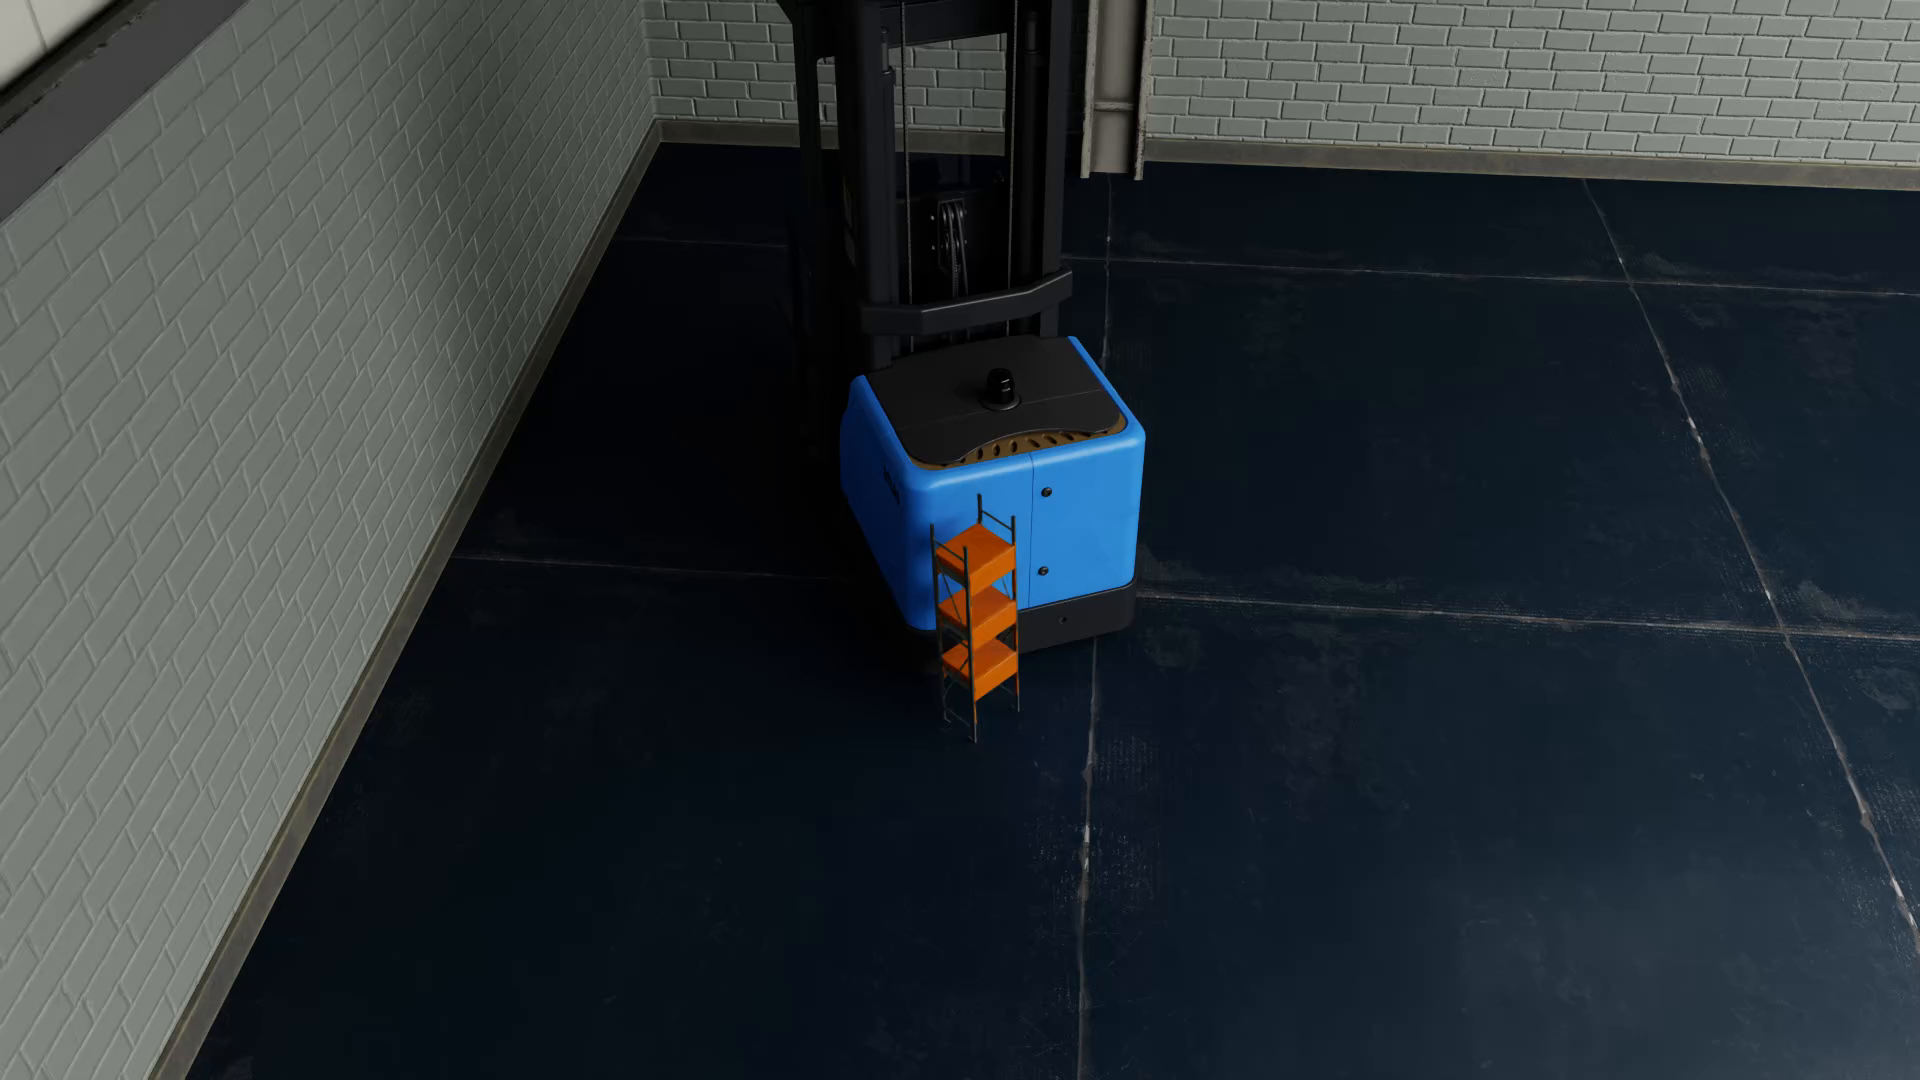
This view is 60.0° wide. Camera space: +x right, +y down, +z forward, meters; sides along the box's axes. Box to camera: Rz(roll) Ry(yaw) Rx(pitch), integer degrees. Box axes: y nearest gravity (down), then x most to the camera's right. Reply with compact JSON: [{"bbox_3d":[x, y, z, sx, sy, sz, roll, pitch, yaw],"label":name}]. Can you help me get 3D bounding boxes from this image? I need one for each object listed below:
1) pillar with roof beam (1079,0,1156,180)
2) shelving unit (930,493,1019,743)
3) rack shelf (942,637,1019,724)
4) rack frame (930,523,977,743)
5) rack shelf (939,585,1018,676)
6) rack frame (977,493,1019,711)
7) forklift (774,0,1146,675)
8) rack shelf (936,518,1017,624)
[{"bbox_3d":[0.601,-3.174,4.522,0.400,9.000,9.100,3,39,4],"label":"pillar with roof beam"},{"bbox_3d":[0.066,0.323,6.513,0.252,1.050,0.215,-33,49,-30],"label":"shelving unit"},{"bbox_3d":[0.076,0.540,6.702,0.240,0.259,0.215,-33,49,-30],"label":"rack shelf"},{"bbox_3d":[-0.023,0.380,6.452,0.008,1.050,0.200,-33,49,-30],"label":"rack frame"},{"bbox_3d":[0.066,0.331,6.520,0.240,0.259,0.215,-33,49,-30],"label":"rack shelf"},{"bbox_3d":[0.155,0.266,6.573,0.008,1.050,0.200,-33,49,-30],"label":"rack frame"},{"bbox_3d":[-0.203,-1.510,7.283,1.130,2.935,3.031,-12,41,-15],"label":"forklift"},{"bbox_3d":[0.056,0.117,6.333,0.240,0.259,0.215,-33,49,-30],"label":"rack shelf"}]
